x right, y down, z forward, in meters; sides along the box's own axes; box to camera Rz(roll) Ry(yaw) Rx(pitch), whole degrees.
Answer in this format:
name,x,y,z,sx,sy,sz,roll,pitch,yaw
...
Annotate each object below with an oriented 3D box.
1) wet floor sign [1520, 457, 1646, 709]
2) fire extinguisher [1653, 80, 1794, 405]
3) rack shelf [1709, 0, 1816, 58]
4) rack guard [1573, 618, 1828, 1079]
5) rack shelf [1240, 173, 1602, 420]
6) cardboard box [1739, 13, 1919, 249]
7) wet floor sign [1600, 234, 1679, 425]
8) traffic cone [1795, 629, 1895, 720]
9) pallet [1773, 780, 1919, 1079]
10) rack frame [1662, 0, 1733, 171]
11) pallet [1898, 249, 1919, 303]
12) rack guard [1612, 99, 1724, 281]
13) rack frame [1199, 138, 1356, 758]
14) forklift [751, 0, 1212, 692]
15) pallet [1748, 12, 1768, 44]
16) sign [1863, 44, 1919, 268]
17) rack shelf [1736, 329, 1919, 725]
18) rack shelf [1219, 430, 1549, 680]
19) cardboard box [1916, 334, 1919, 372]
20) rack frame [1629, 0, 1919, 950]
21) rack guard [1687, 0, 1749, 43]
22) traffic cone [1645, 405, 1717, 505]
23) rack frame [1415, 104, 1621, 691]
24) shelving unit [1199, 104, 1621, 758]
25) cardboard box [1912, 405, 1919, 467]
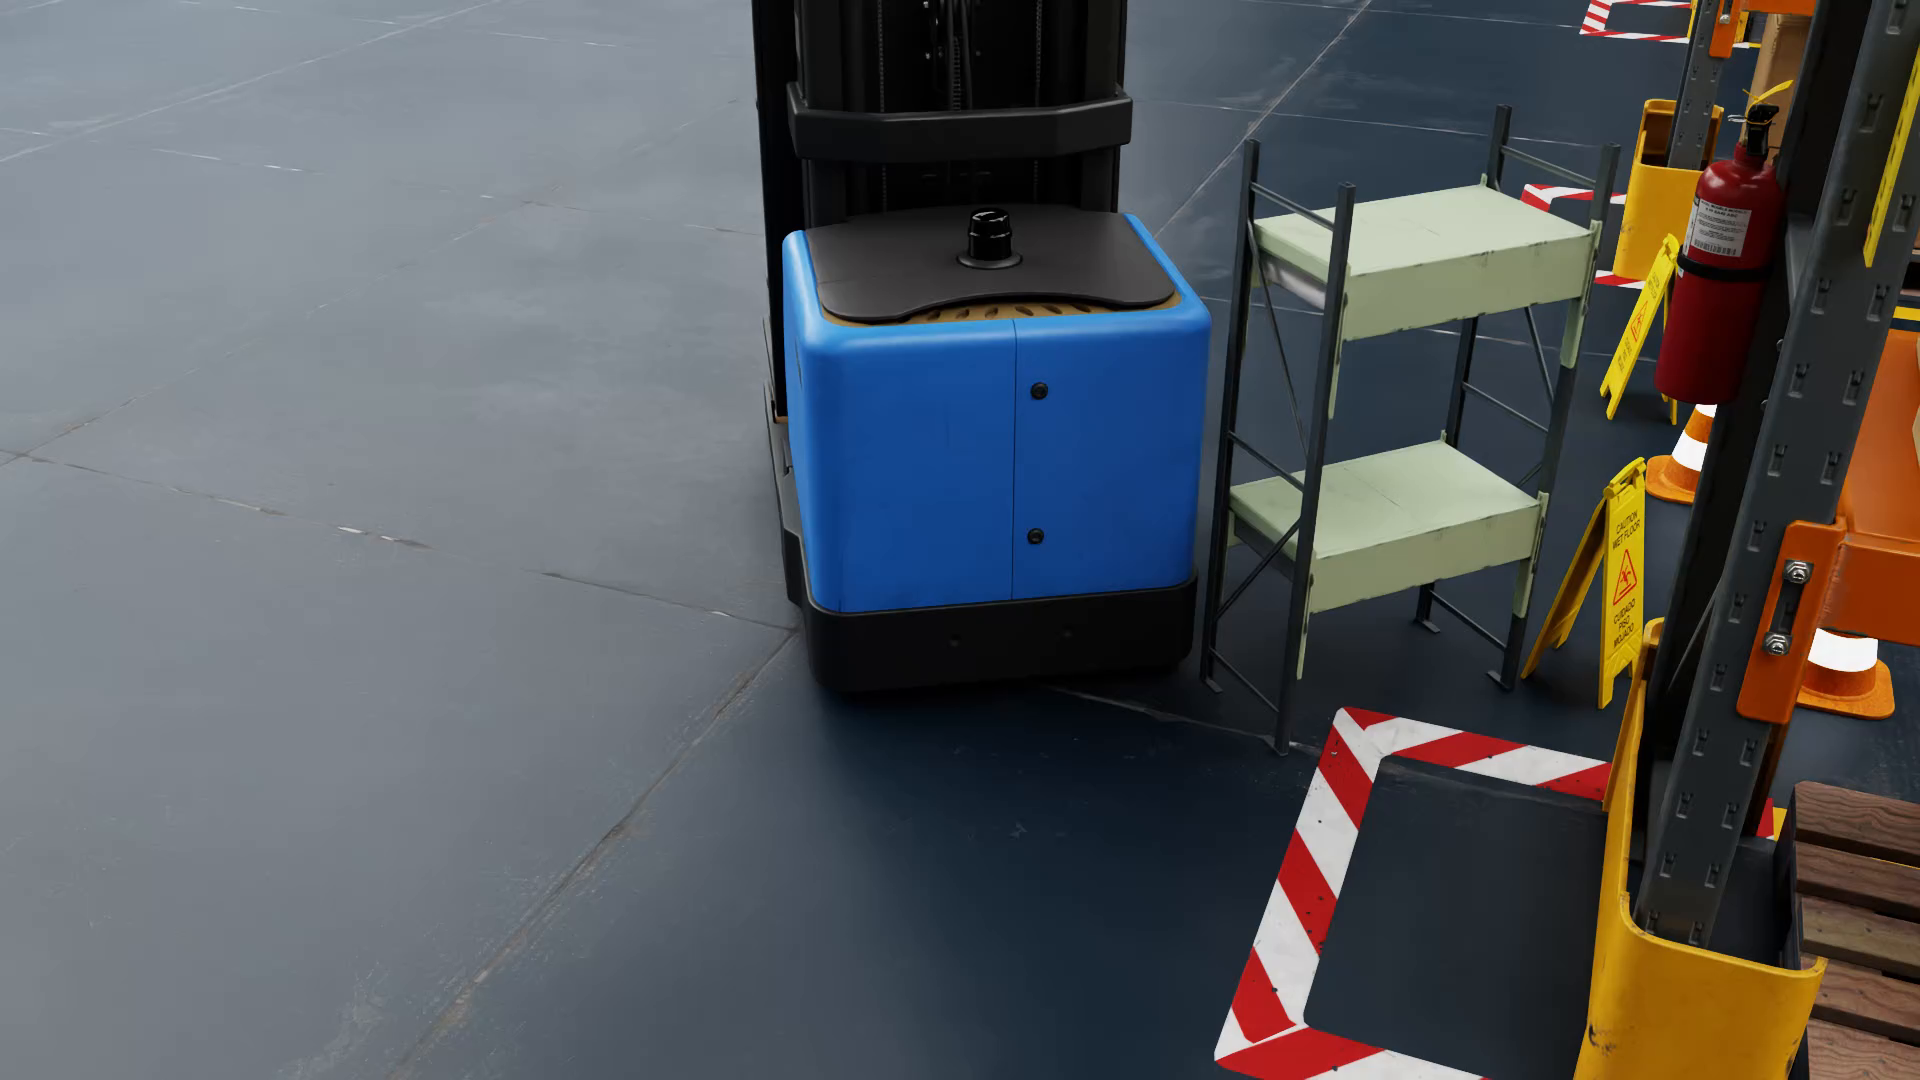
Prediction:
name,x,y,z,sx,sy,sz,roll,pitch,yaw
wet floor sign,1.718,0.088,4.438,0.232,0.644,0.267,24,37,36
fire extinguisher,1.559,-0.611,3.362,0.183,0.674,0.296,11,31,19
rack shelf,5.112,-2.006,6.482,4.000,0.370,1.077,11,31,19
rack guard,1.562,0.688,3.524,0.348,0.500,1.175,11,31,19
rack shelf,1.084,-0.600,3.994,0.720,0.370,0.431,-13,32,-21
cardboard box,3.912,-1.852,7.211,0.875,0.875,0.875,11,31,19
wet floor sign,2.488,-0.767,5.951,0.232,0.644,0.267,6,30,11
traffic cone,2.375,0.182,4.458,0.334,0.463,0.336,11,31,19
pallet,2.302,0.981,3.300,1.213,0.211,1.003,11,31,19
rack frame,3.259,-2.689,6.960,0.127,3.000,1.000,11,31,19
pallet,4.029,-1.363,7.447,1.213,0.211,1.003,11,31,19
rack guard,3.237,-1.606,7.583,0.348,0.500,1.175,11,31,19
rack frame,0.750,-0.186,4.055,0.023,1.500,0.400,-13,32,-21
forklift,-0.095,-1.579,5.064,1.130,2.935,3.031,-4,30,-8
pallet,6.028,-3.538,11.295,1.213,0.211,1.003,11,31,19
sign,1.288,-0.543,2.283,0.005,0.325,0.100,11,31,19
rack shelf,3.345,0.269,2.456,4.000,0.370,1.077,11,31,19
rack shelf,1.084,0.024,4.346,0.720,0.370,0.431,-13,32,-21
cardboard box,1.919,-0.333,3.046,0.250,0.149,0.380,12,32,21
rack frame,1.492,-0.414,2.934,0.127,3.000,1.000,11,31,19
rack guard,5.288,-3.830,11.518,0.348,0.500,1.175,11,31,19
traffic cone,2.477,-0.387,5.464,0.334,0.463,0.336,11,31,19
rack frame,1.417,-0.334,4.317,0.023,1.500,0.400,-13,32,-21
shelving unit,1.084,-0.260,4.186,0.755,1.500,0.431,-13,32,-21
cardboard box,1.729,-0.147,2.717,0.250,0.149,0.380,11,31,19
